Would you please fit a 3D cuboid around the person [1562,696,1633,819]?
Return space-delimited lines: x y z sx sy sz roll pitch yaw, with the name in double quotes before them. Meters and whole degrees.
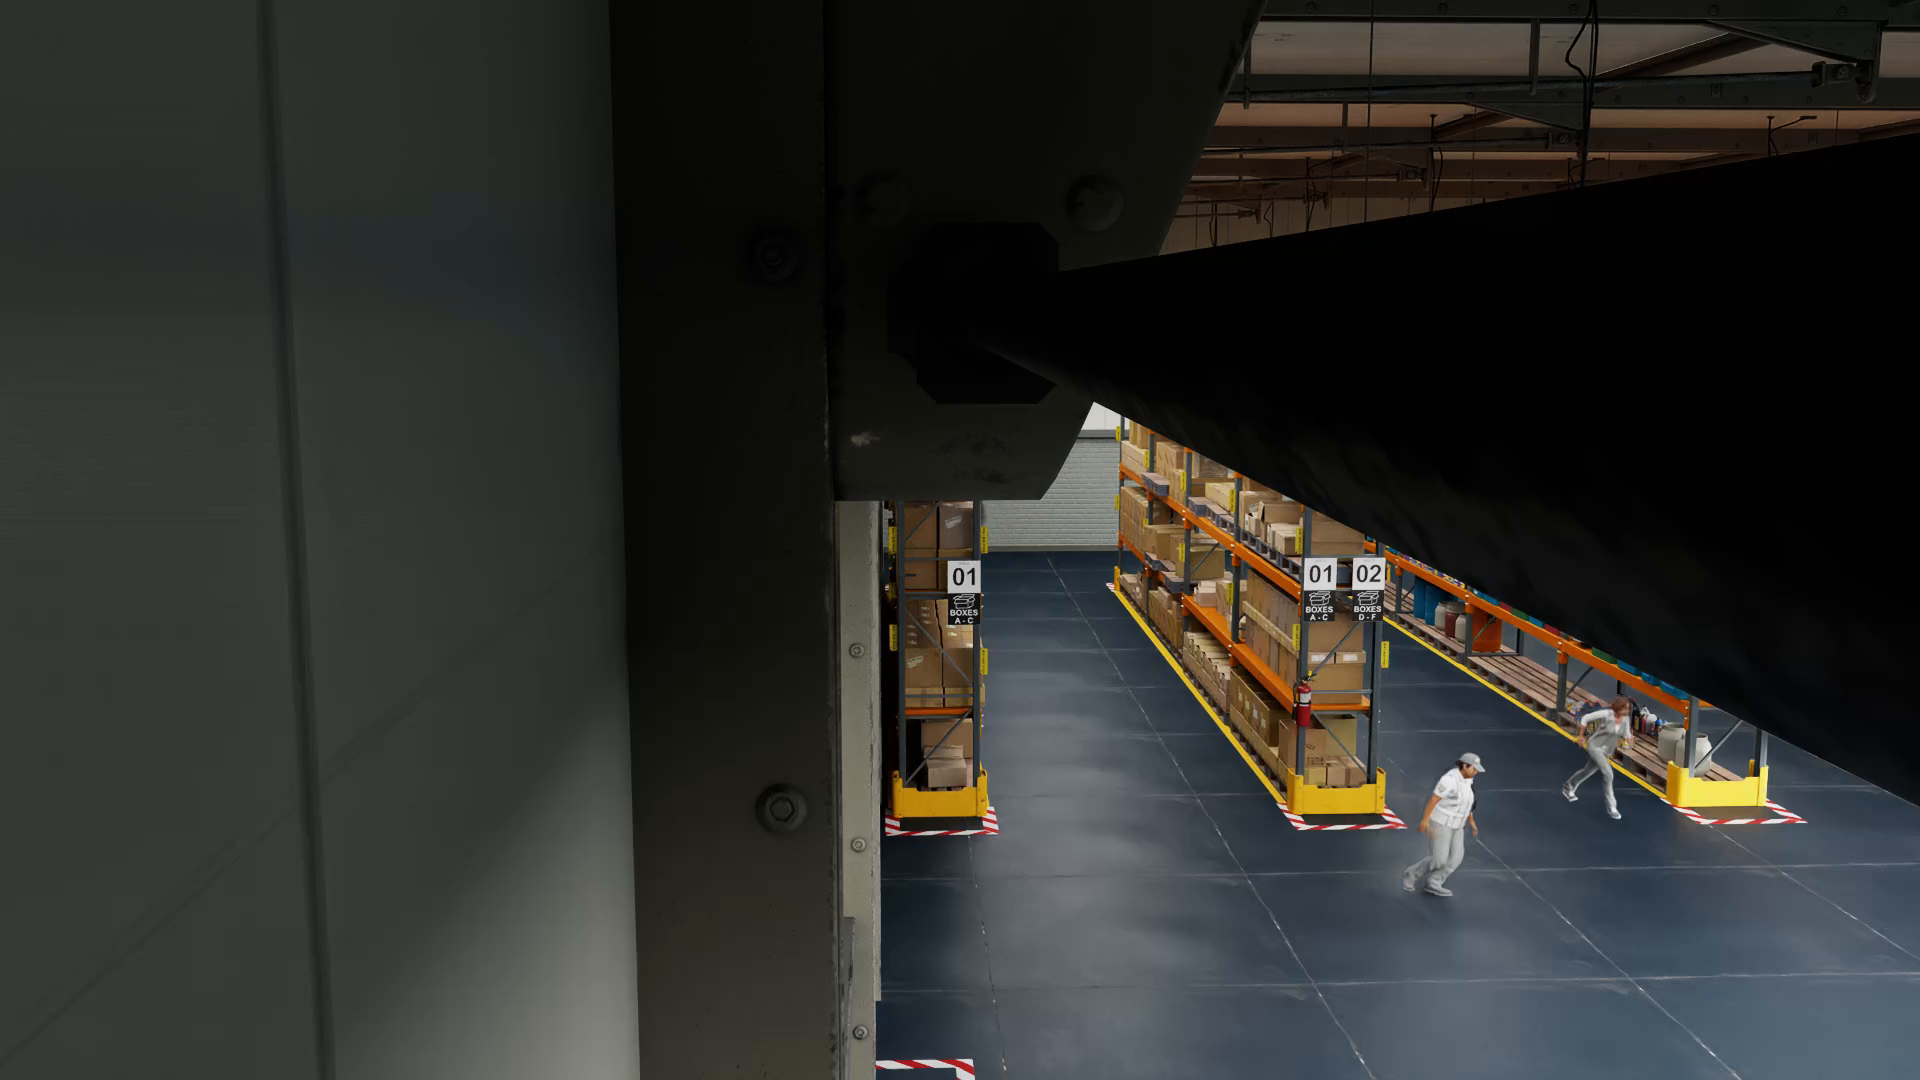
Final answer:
"person" 7.932 2.606 20.597 0.540 1.471 0.972 -4 9 -25

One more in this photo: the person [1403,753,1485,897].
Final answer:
"person" 5.156 3.020 17.663 0.756 1.578 0.694 -8 11 -42
